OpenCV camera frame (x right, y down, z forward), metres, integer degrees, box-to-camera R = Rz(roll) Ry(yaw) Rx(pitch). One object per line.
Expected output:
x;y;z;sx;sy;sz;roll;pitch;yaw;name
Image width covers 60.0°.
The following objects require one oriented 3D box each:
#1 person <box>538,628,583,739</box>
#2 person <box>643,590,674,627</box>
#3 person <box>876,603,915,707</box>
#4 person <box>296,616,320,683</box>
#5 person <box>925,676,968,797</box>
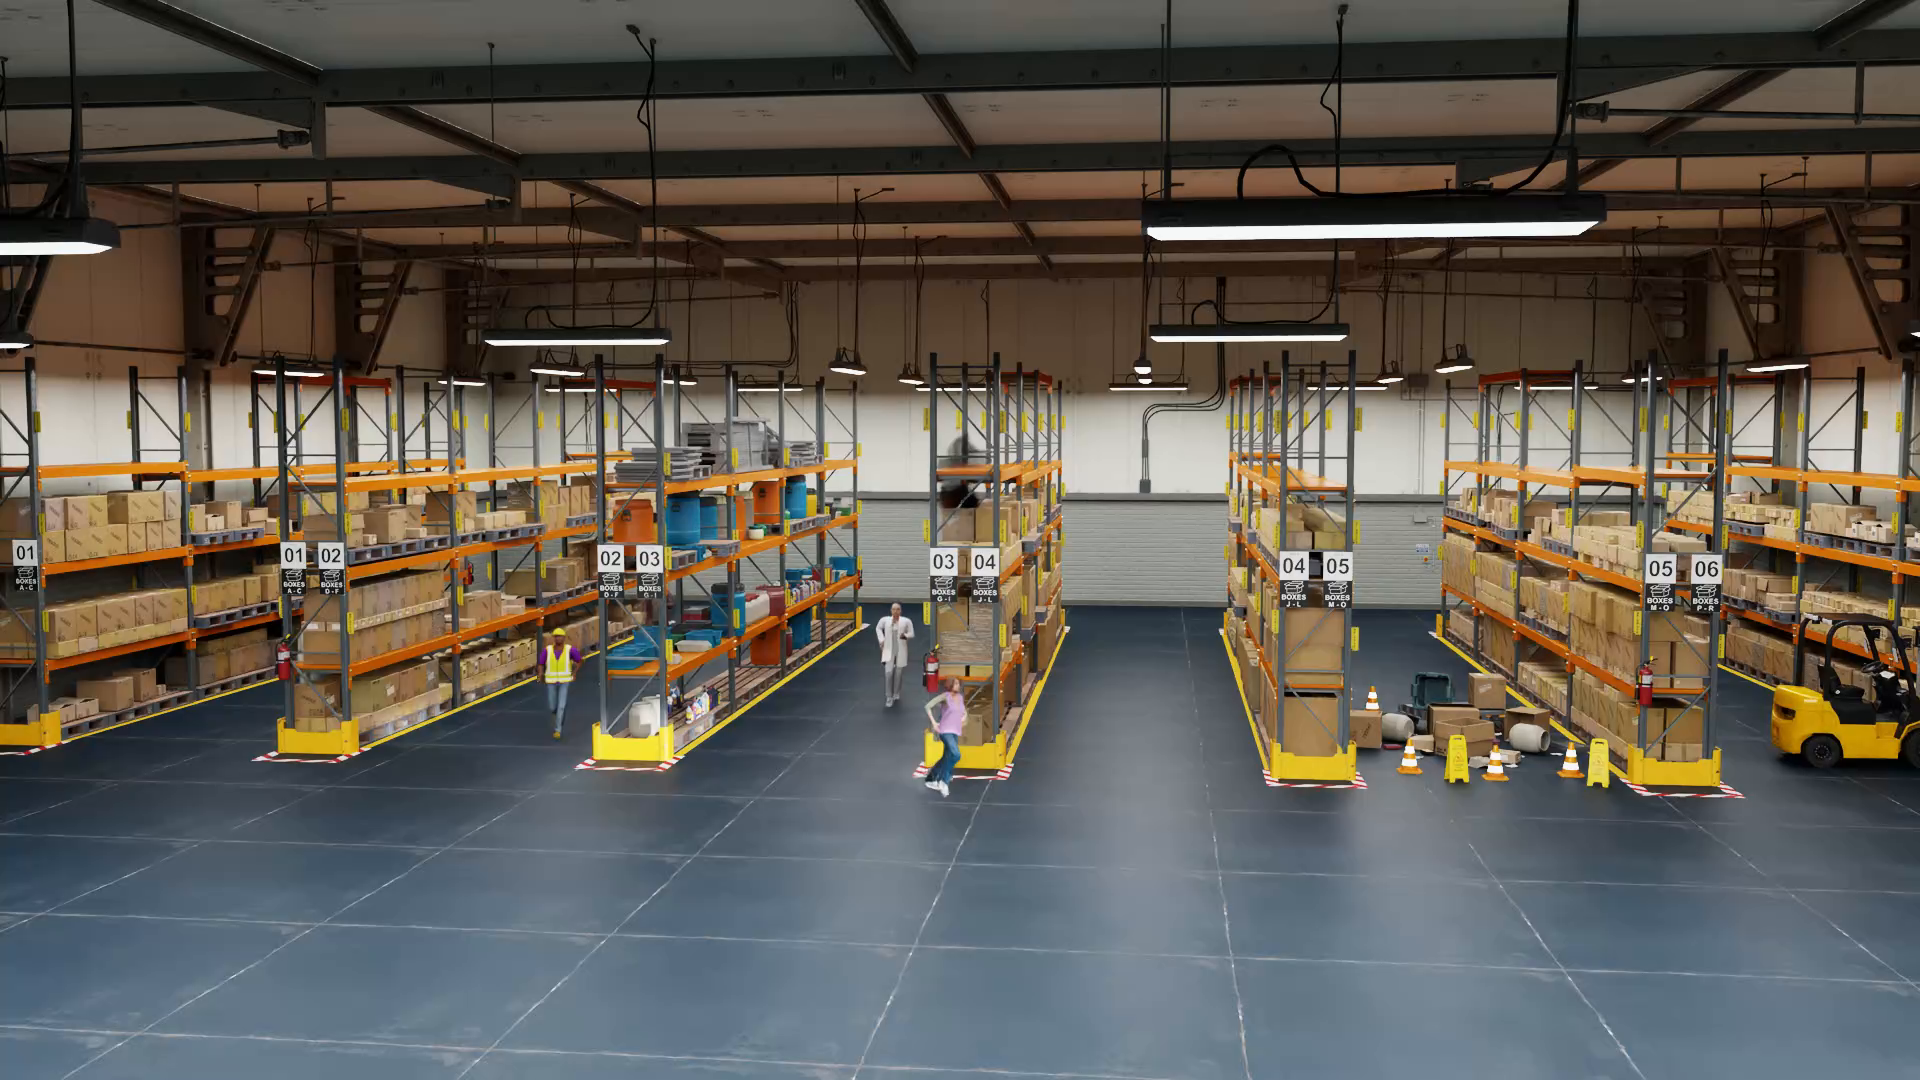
-6.381;2.267;26.498;0.685;1.739;0.801;0;4;-6;person
-6.246;1.647;34.380;0.698;1.770;1.065;0;4;1;person
-1.146;2.038;29.510;0.684;1.849;0.857;0;4;-3;person
-11.290;2.133;28.988;0.636;1.683;0.726;1;4;9;person
-0.154;2.635;22.470;0.615;1.592;0.535;3;5;38;person
